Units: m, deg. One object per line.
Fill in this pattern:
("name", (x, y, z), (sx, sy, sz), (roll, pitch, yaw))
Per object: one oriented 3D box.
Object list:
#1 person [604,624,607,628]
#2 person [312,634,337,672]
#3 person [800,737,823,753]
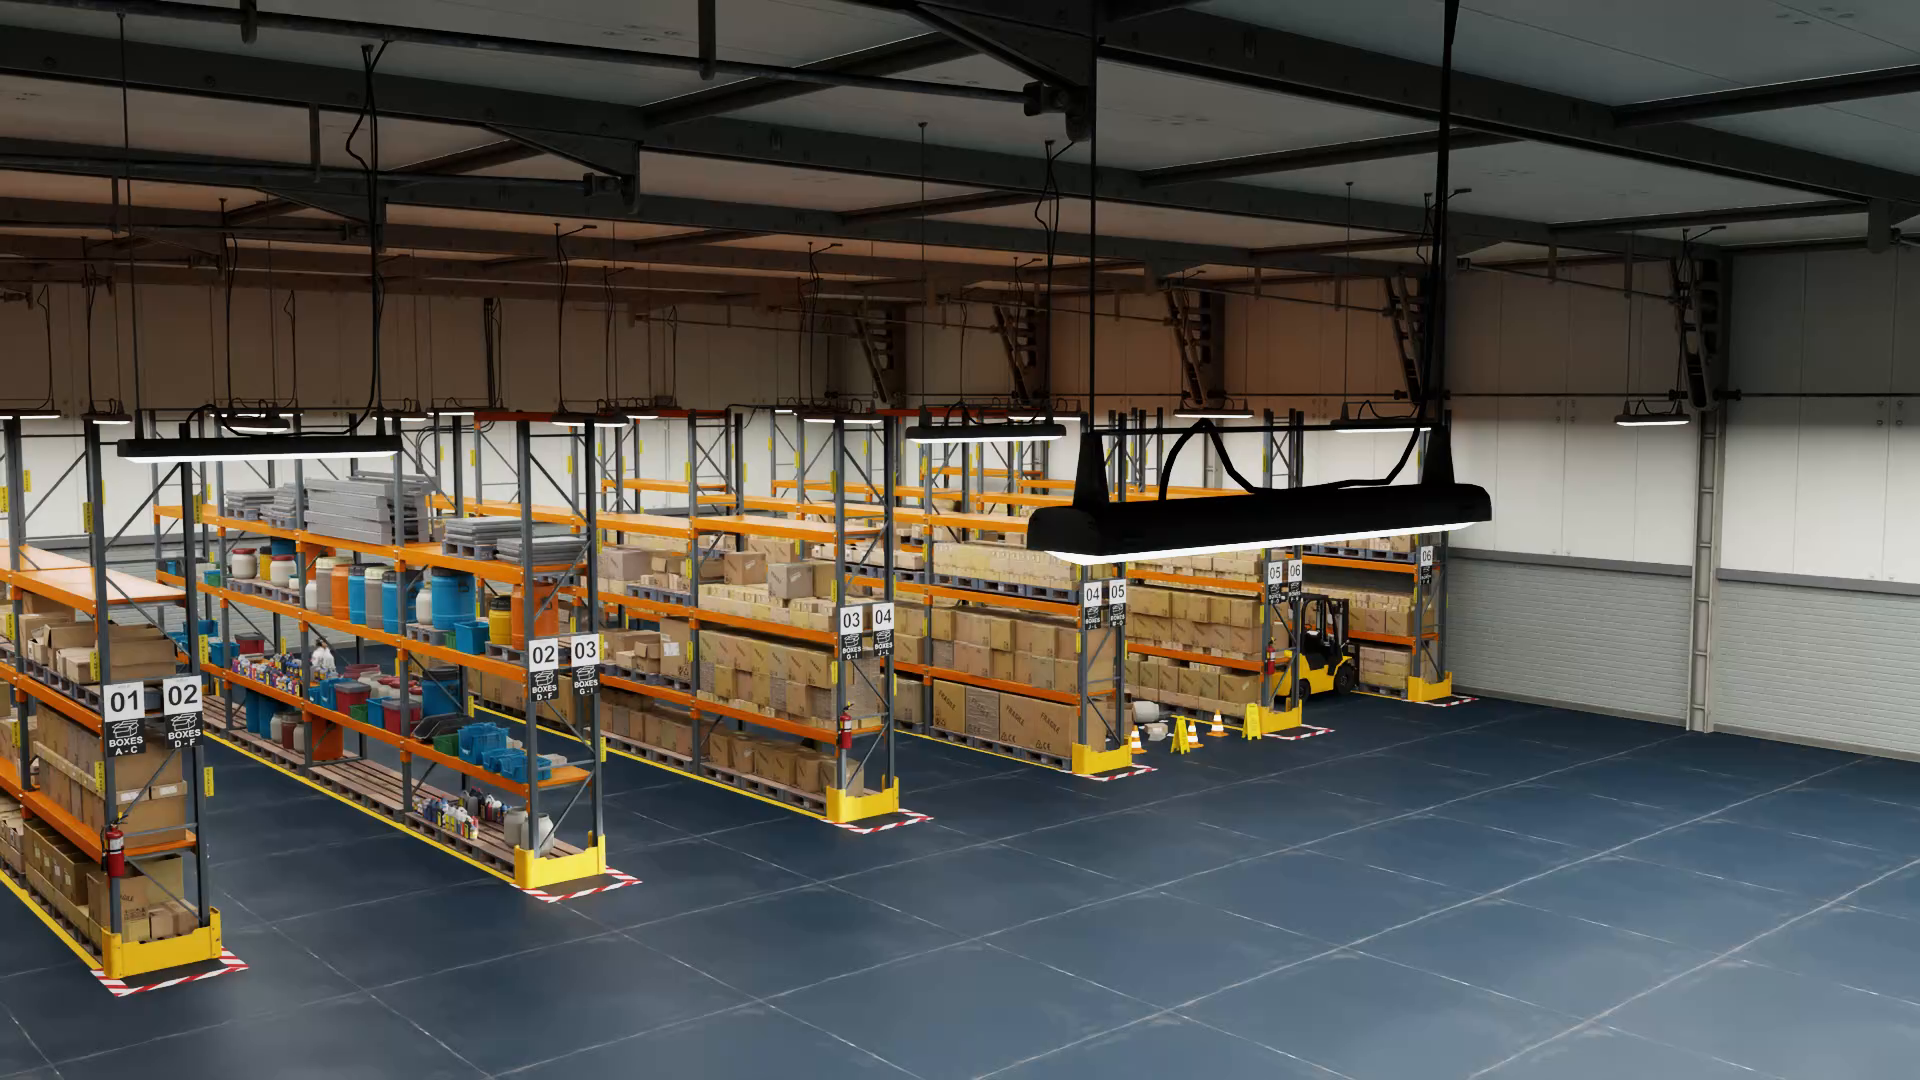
("person", (-7.306, 2.524, 34.423), (0.393, 1.620, 0.492), (1, 5, 11))
("person", (-12.423, 2.653, 32.469), (0.914, 1.643, 0.578), (4, 6, 38))
("person", (-2.511, 2.926, 28.812), (0.564, 1.802, 0.658), (-1, 5, -16))
